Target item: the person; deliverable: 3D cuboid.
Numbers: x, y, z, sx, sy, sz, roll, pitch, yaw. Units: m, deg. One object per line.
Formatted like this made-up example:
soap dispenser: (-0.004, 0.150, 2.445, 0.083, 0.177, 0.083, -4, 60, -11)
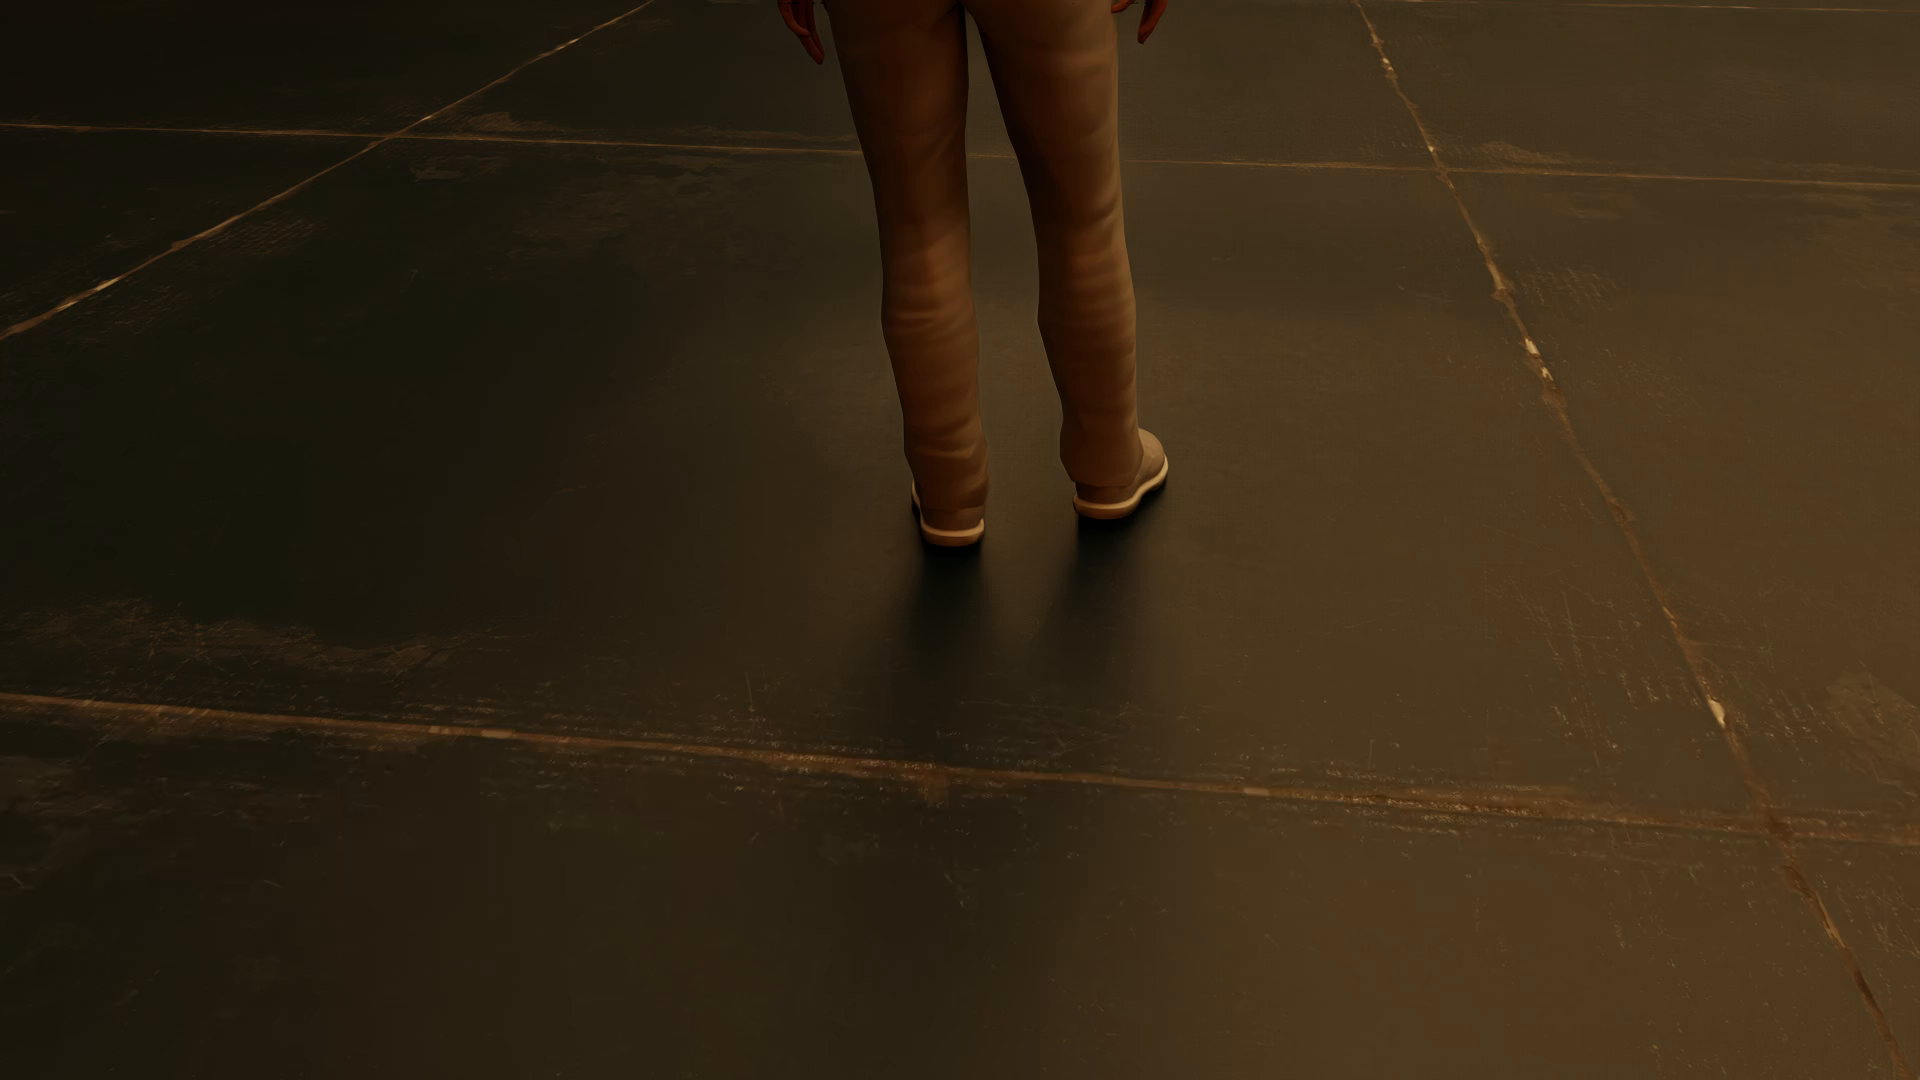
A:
person: (0.029, -0.792, 2.185, 0.570, 1.685, 0.528, 3, 27, 7)
